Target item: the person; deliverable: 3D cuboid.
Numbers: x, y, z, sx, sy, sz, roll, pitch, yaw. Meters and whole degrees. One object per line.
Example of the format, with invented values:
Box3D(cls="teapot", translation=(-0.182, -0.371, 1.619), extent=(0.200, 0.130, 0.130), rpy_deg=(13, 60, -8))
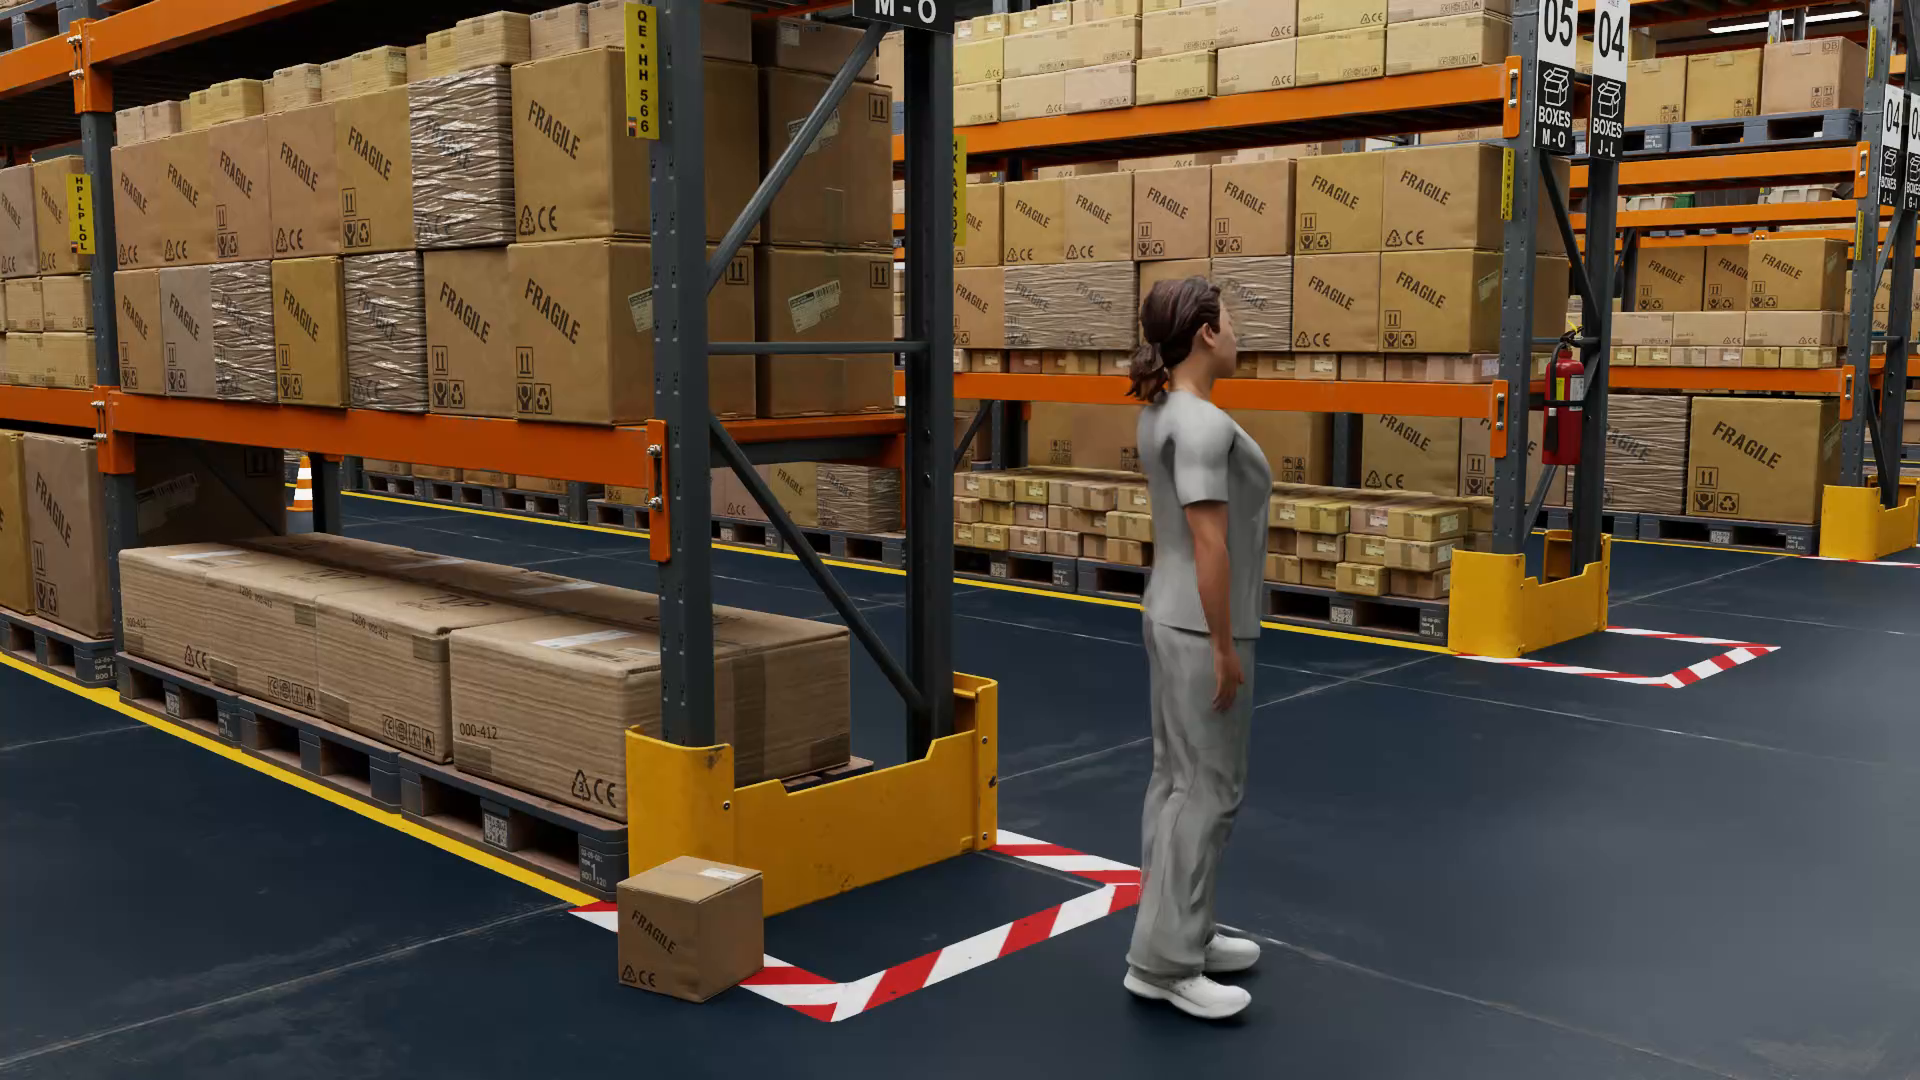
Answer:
Box3D(cls="person", translation=(0.553, 0.228, 3.865), extent=(0.373, 1.672, 0.489), rpy_deg=(0, 7, -3))
